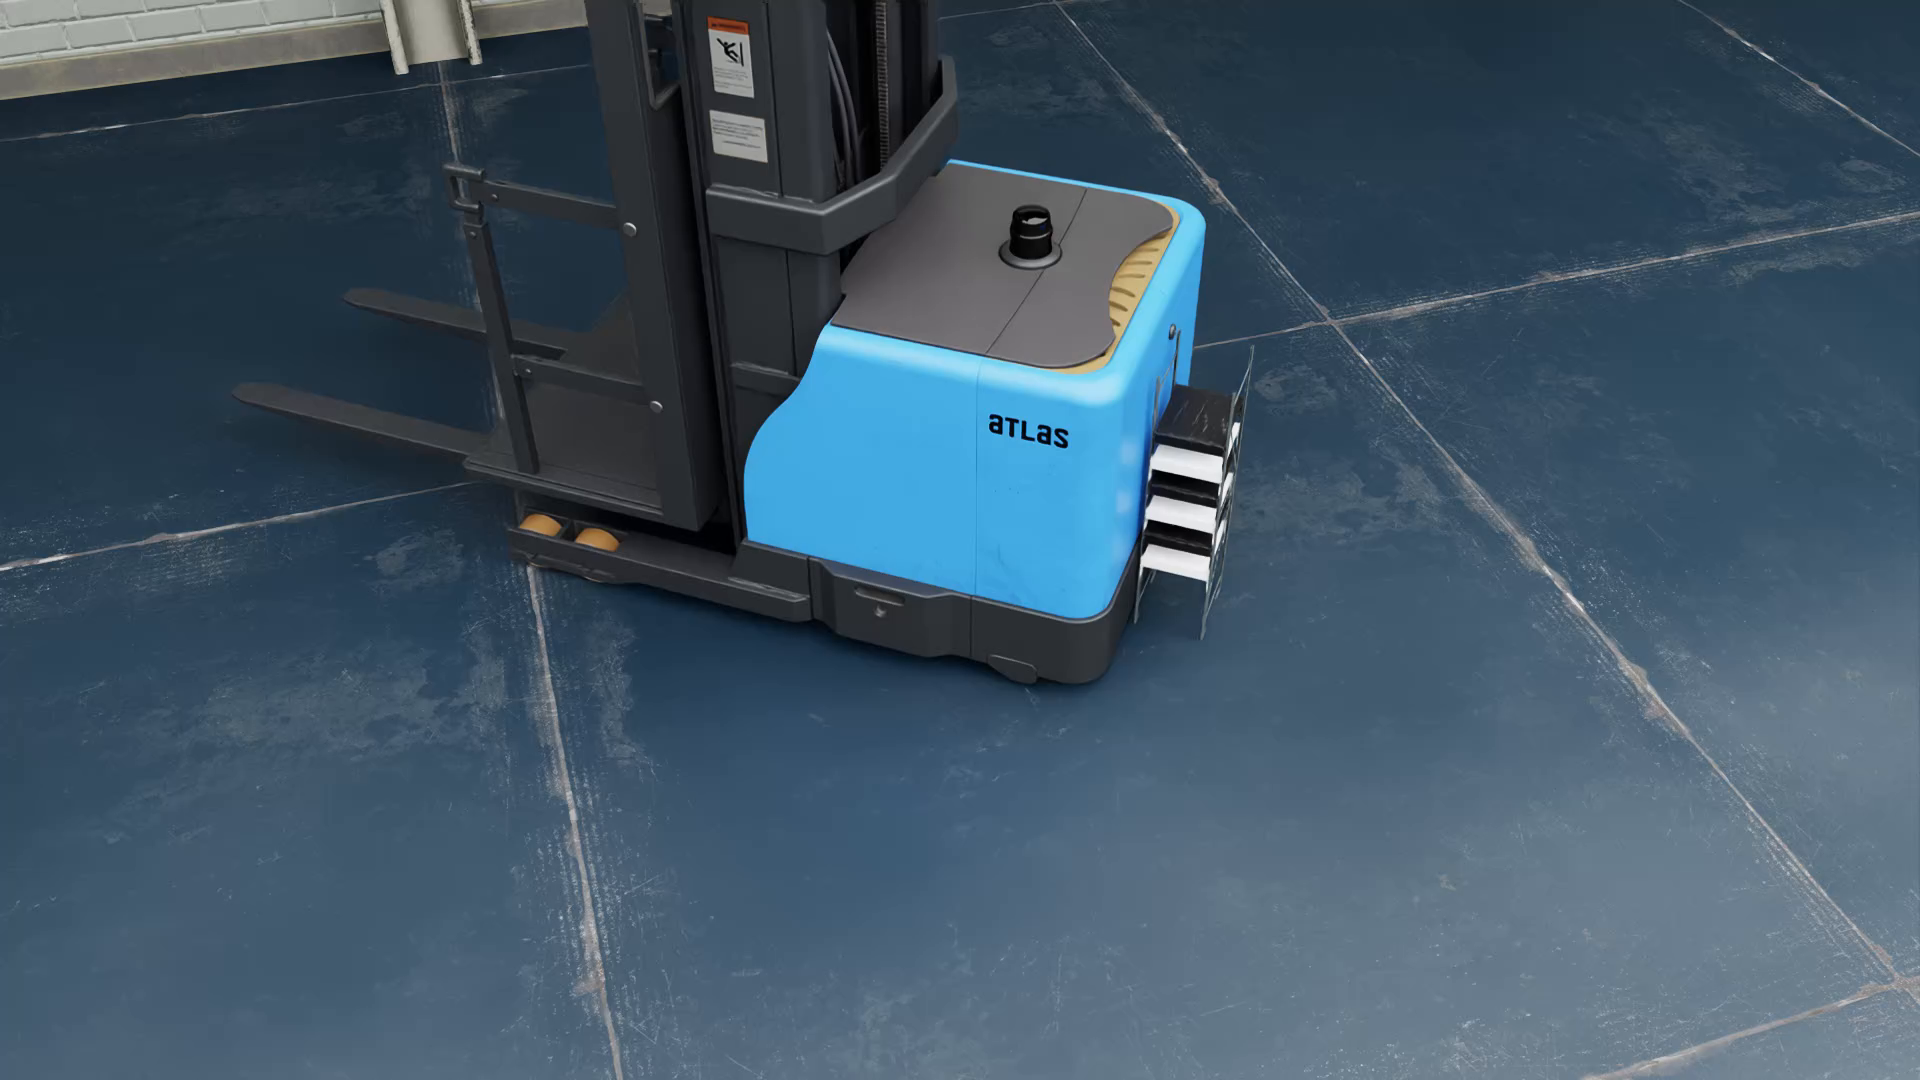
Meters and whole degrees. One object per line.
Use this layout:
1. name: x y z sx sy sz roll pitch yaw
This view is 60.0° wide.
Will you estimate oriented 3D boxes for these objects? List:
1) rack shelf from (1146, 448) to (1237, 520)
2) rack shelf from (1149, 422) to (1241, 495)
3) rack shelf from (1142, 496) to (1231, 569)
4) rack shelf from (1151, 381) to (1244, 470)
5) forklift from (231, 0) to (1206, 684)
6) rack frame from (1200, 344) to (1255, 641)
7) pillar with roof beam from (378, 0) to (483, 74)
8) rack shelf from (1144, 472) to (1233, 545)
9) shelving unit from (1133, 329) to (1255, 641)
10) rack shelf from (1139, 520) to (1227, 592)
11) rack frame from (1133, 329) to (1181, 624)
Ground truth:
1. rack shelf: 0.656 -0.181 4.688 0.200 0.077 0.258 13 43 15
2. rack shelf: 0.656 -0.249 4.628 0.200 0.077 0.258 13 43 15
3. rack shelf: 0.656 -0.046 4.806 0.200 0.077 0.258 13 43 15
4. rack shelf: 0.656 -0.317 4.569 0.200 0.077 0.258 13 43 15
5. forklift: -0.862 -1.287 4.495 3.031 2.935 1.130 13 43 15
6. rack frame: 0.752 -0.116 4.699 0.006 0.900 0.240 13 43 15
7. pillar with roof beam: -1.184 -2.985 1.827 0.400 9.000 9.100 -12 42 -13
8. rack shelf: 0.656 -0.114 4.747 0.200 0.077 0.258 13 43 15
9. shelving unit: 0.656 -0.139 4.725 0.210 0.900 0.258 13 43 15
10. rack shelf: 0.656 0.022 4.865 0.200 0.077 0.258 13 43 15
11. rack frame: 0.560 -0.161 4.751 0.006 0.900 0.240 13 43 15
